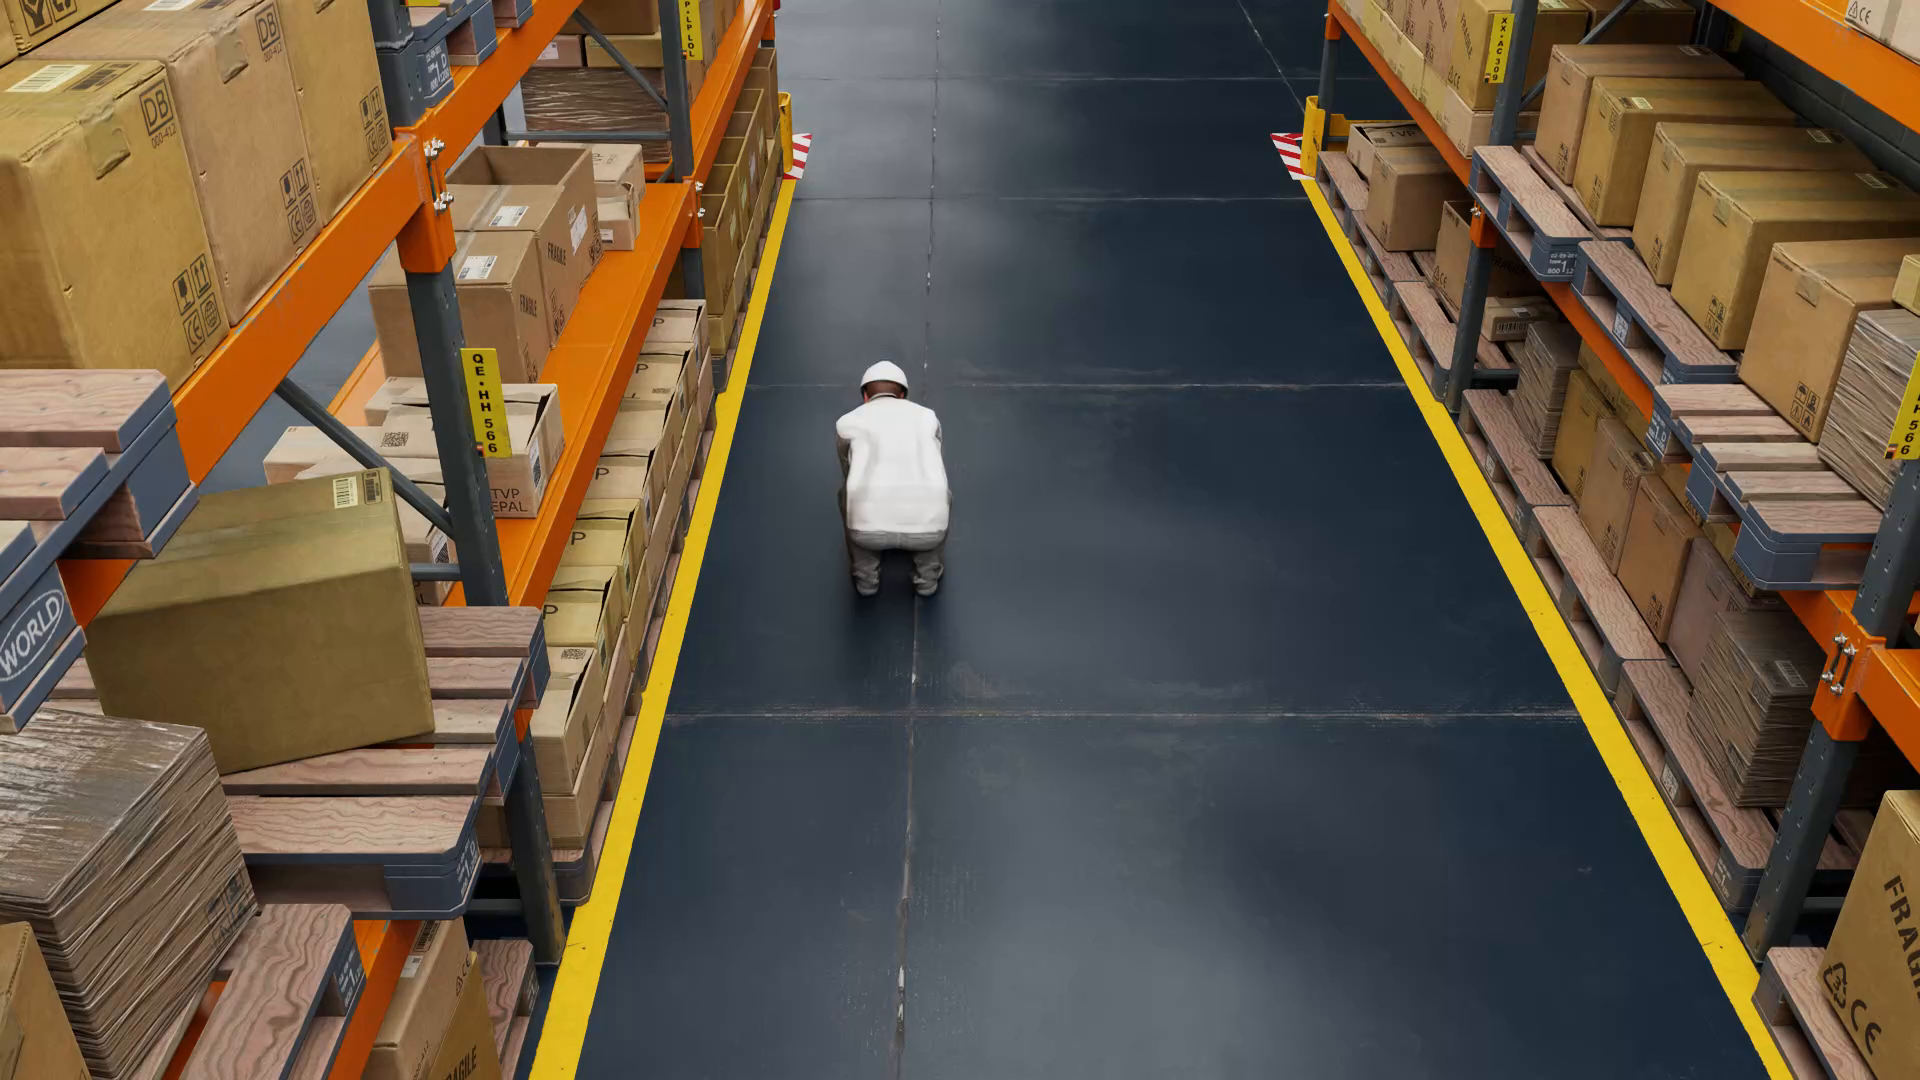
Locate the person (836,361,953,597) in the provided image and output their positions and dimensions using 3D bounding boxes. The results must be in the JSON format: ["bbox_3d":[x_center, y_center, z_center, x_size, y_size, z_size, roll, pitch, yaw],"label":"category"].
[{"bbox_3d":[-0.294,-0.248,7.462,0.529,0.870,0.920,0,31,0],"label":"person"}]
